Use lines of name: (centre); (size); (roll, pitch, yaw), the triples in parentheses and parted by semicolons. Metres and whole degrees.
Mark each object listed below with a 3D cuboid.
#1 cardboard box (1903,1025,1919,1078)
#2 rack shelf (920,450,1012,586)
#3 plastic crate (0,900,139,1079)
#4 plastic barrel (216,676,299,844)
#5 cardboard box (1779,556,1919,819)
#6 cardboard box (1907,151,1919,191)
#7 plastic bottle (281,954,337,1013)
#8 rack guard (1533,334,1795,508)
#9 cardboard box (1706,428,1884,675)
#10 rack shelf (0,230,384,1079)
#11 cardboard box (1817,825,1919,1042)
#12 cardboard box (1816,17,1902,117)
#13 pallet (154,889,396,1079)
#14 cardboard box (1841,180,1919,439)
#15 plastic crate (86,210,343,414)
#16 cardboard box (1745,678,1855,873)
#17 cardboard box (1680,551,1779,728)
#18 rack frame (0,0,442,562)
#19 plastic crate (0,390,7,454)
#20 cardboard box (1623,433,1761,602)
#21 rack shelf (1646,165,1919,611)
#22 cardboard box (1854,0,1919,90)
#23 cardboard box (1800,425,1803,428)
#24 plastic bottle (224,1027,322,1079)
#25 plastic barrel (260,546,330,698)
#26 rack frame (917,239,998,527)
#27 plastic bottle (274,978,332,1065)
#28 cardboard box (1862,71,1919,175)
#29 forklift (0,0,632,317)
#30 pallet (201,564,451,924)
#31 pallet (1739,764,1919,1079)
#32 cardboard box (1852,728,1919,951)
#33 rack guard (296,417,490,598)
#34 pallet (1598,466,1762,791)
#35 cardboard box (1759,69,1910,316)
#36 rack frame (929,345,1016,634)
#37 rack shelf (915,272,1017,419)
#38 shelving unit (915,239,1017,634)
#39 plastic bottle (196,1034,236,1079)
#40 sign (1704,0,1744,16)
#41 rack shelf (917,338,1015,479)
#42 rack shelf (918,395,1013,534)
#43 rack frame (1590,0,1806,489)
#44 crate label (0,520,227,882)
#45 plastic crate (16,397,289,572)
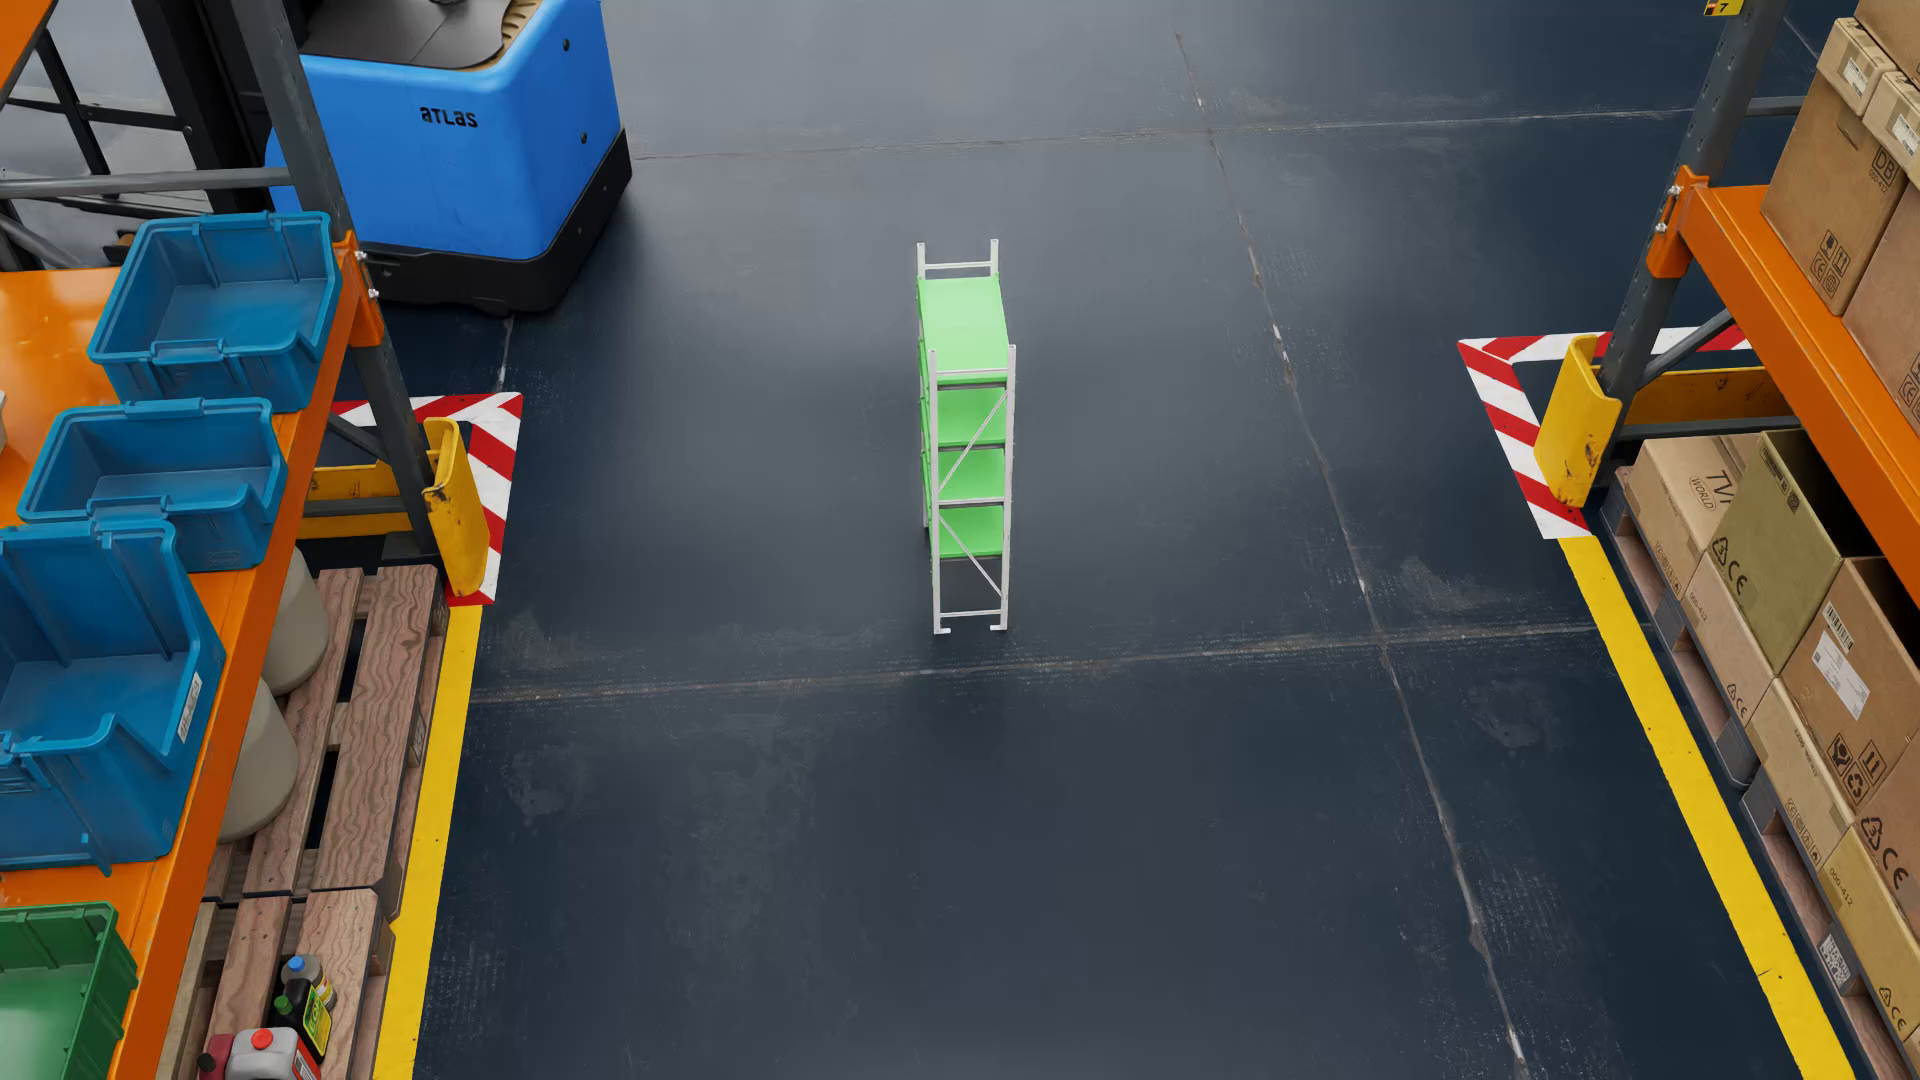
cardboard box: (2.670, 1.366, 3.995); (0.500, 0.250, 0.500); (-3, 47, -3)
rack shelf: (0.014, -0.084, 5.422); (0.258, 0.148, 0.480); (-3, 47, -3)
plastic crate: (-1.754, 0.982, 2.900); (0.450, 0.188, 0.662); (-3, 47, -3)
plastic barrel: (-2.083, 0.559, 4.578); (0.421, 0.512, 0.421); (0, 47, 0)
cardboard box: (2.602, 0.383, 4.409); (0.500, 0.500, 0.500); (-3, 47, -3)
cardboard box: (2.543, -0.873, 3.995); (0.380, 0.149, 0.250); (-3, 47, -3)
plastic bottle: (-1.665, 1.127, 4.241); (0.097, 0.201, 0.097); (0, 47, 0)
rack guard: (2.678, -0.442, 5.824); (1.175, 0.500, 0.348); (-3, 47, -3)
cardboard box: (2.547, 0.022, 4.751); (0.500, 0.500, 0.500); (-3, 47, -3)
rack shelf: (-2.089, 0.709, 3.508); (1.077, 0.370, 4.000); (-3, 47, -3)
cardboard box: (2.627, 1.004, 4.338); (0.500, 0.250, 0.500); (-3, 47, -3)
cardboard box: (2.499, -1.245, 4.347); (0.380, 0.149, 0.250); (-4, 47, -4)
pallet: (-2.041, 1.494, 4.190); (1.003, 0.211, 1.213); (-3, 47, -3)
cardboard box: (2.755, -0.600, 4.184); (0.700, 0.500, 0.500); (-2, 47, -2)
plastic crate: (-1.916, -0.591, 4.346); (0.499, 0.251, 0.616); (-3, 47, -3)
cardboard box: (2.590, 0.642, 4.681); (0.500, 0.250, 0.500); (-3, 47, -3)
cardboard box: (2.549, 0.280, 5.023); (0.500, 0.250, 0.500); (-3, 47, -3)
rack frame: (-2.256, -0.986, 4.618); (1.000, 3.000, 0.127); (-3, 47, -3)
plastic crate: (-2.502, -0.228, 4.082); (0.298, 0.136, 0.250); (-3, 47, -3)
cardboard box: (2.503, -0.082, 5.366); (0.500, 0.250, 0.500); (-3, 47, -3)
rack shelf: (2.848, 0.410, 3.791); (1.077, 0.370, 4.000); (-3, 47, -3)
cardboard box: (2.711, -1.388, 4.036); (0.700, 0.500, 0.500); (-3, 47, -3)
cardboard box: (3.022, -0.371, 5.123); (0.500, 0.500, 0.500); (-3, 47, -3)
plastic bottle: (-1.672, 1.286, 4.039); (0.152, 0.276, 0.135); (-3, 47, -3)
plastic barrel: (-2.125, 0.197, 4.922); (0.421, 0.512, 0.421); (0, 47, 0)
rack frame: (-0.007, -0.469, 5.368); (0.240, 1.200, 0.015); (-3, 47, -3)
plastic bottle: (-1.637, 1.183, 4.132); (0.061, 0.283, 0.133); (-2, 47, -2)
cardboard box: (2.523, -1.054, 4.166); (0.380, 0.149, 0.250); (-5, 47, -4)
forklift: (-2.975, -2.422, 6.026); (3.031, 2.935, 1.130); (8, 47, 8)
pallet: (-2.140, 0.613, 5.024); (1.003, 0.211, 1.213); (-3, 47, -3)
pallet: (2.885, 1.106, 4.557); (1.003, 0.211, 1.213); (-3, 47, -3)
cardboard box: (2.626, 0.746, 4.066); (0.500, 0.500, 0.500); (-3, 47, -3)
rack guard: (-2.203, -0.074, 5.476); (1.175, 0.500, 0.348); (-3, 47, -3)
pallet: (2.786, 0.225, 5.391); (1.003, 0.211, 1.213); (-3, 47, -3)
cardboard box: (2.707, -0.980, 4.543); (0.700, 0.500, 0.500); (-3, 47, -3)
rack frame: (0.034, -0.116, 5.034); (0.240, 1.200, 0.015); (-3, 47, -3)
rack shelf: (0.014, -0.579, 4.899); (0.258, 0.148, 0.480); (-3, 47, -3)
shelving unit: (0.014, -0.293, 5.201); (0.258, 1.200, 0.503); (-3, 47, -3)
plastic bottle: (-1.778, 1.290, 4.030); (0.061, 0.283, 0.133); (-3, 47, -3)
sign: (2.127, -1.580, 4.529); (0.100, 0.325, 0.005); (-3, 47, -3)
rack shelf: (0.014, -0.414, 5.073); (0.258, 0.148, 0.480); (-3, 47, -3)
rack shelf: (0.014, -0.249, 5.247); (0.258, 0.148, 0.480); (-3, 47, -3)
rack frame: (2.680, -1.284, 4.900); (1.000, 3.000, 0.127); (-3, 47, -3)
crate label: (-1.832, 0.317, 3.359); (0.502, 0.435, 0.616); (-3, 47, -3)
plastic crate: (-1.867, -0.120, 3.901); (0.499, 0.251, 0.408); (-3, 47, -3)
